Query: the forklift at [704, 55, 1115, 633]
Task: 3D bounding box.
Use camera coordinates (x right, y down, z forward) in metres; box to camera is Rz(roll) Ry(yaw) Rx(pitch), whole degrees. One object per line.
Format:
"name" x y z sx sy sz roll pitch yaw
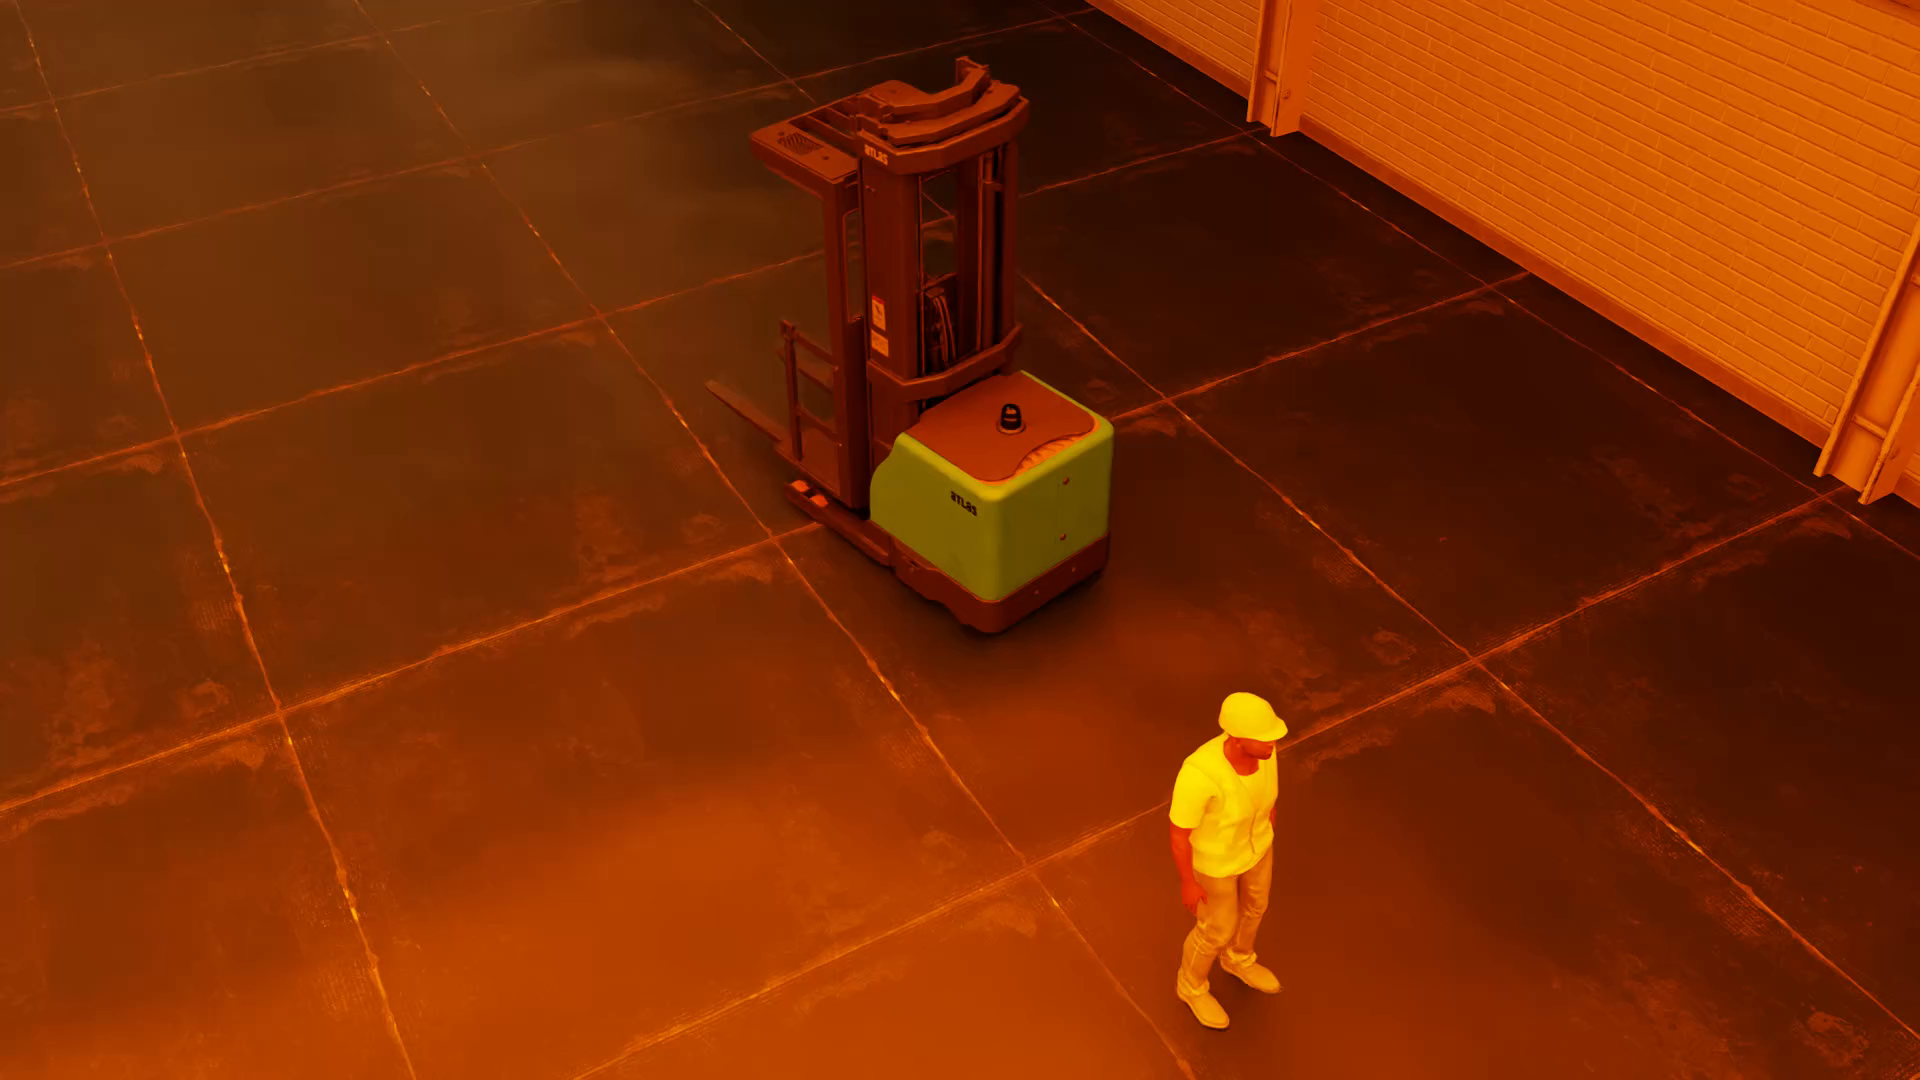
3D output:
"forklift" -0.467 -1.446 9.780 1.130 2.935 3.031 -30 48 -31

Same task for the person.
"person" 1.212 1.388 7.289 0.660 1.779 0.497 -30 48 -31
